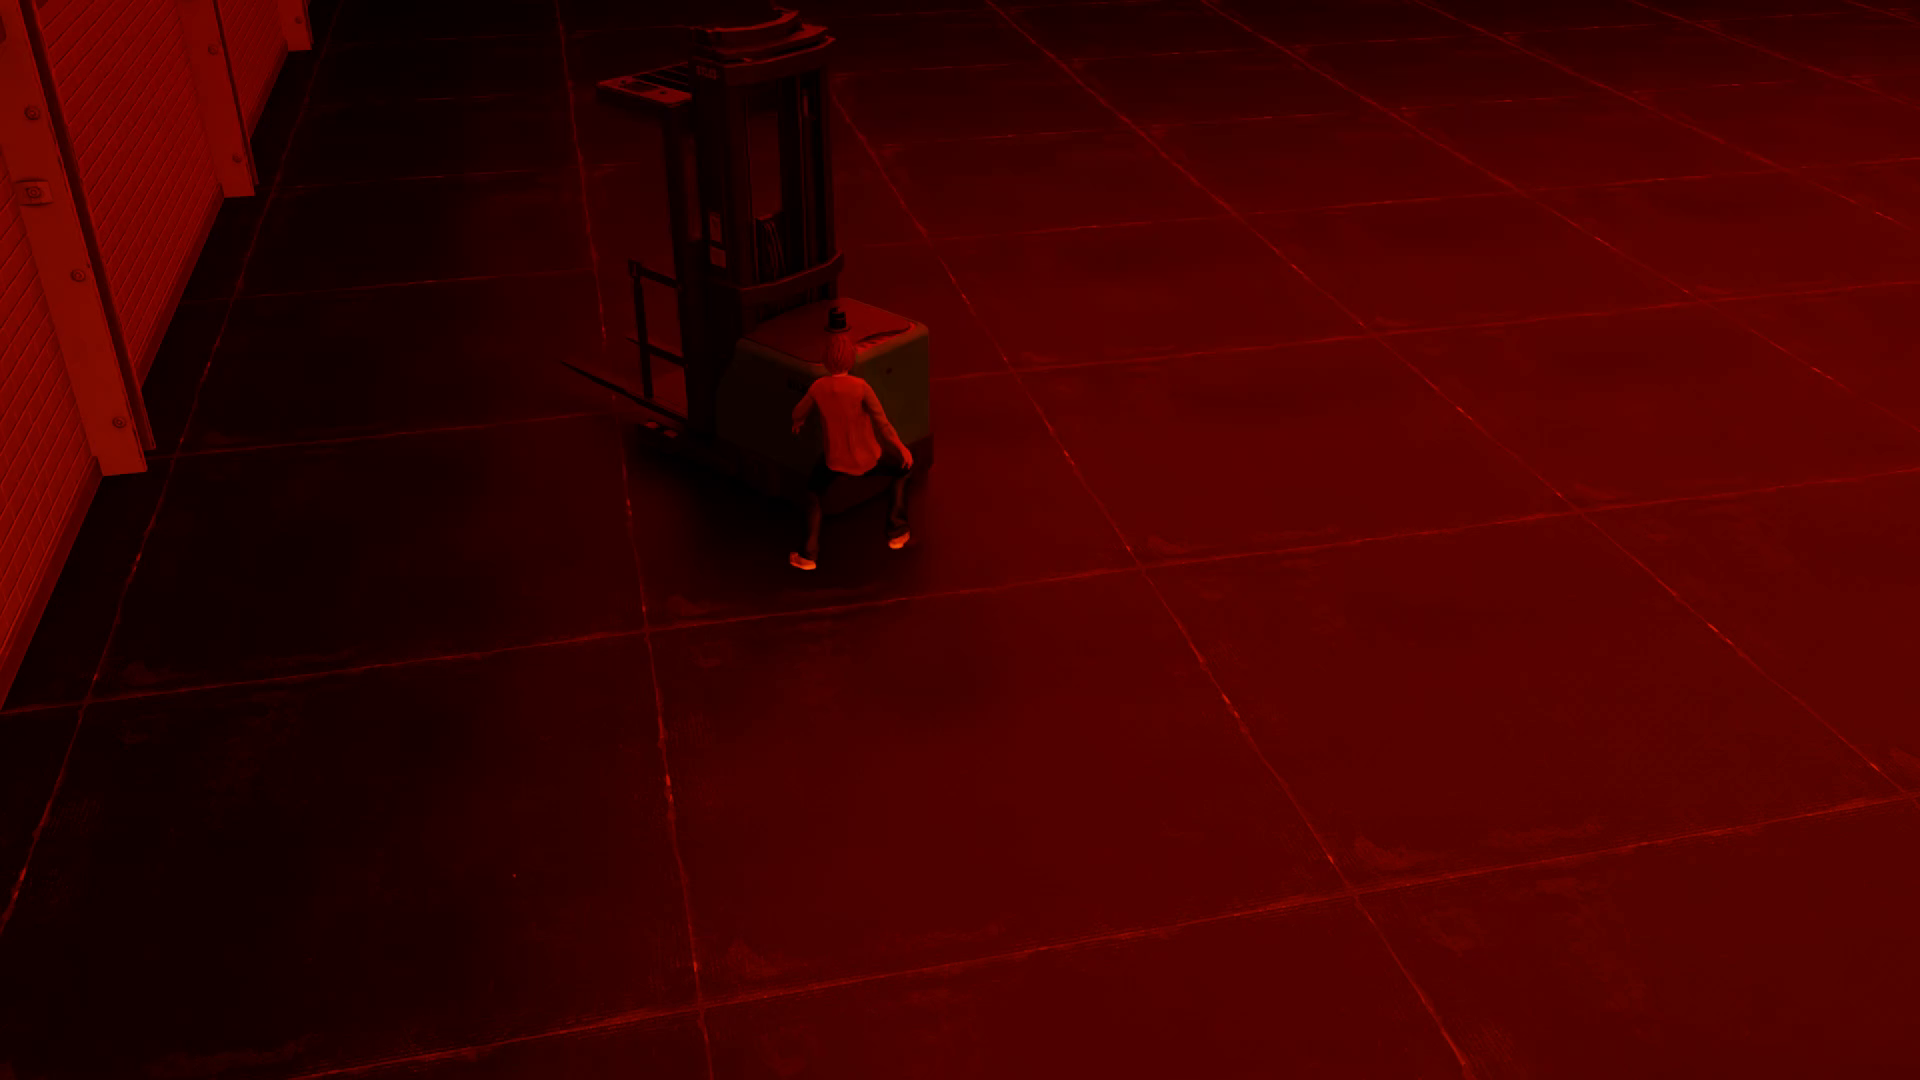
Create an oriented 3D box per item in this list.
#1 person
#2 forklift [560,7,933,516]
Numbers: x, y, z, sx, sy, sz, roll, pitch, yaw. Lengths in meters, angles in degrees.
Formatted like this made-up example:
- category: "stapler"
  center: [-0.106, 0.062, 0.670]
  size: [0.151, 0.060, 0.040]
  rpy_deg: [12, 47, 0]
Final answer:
- category: "person"
  center: [-0.689, -0.540, 10.002]
  size: [0.814, 1.476, 0.613]
  rpy_deg: [9, 31, 14]
- category: "forklift"
  center: [-1.620, -2.039, 11.096]
  size: [3.031, 2.935, 1.130]
  rpy_deg: [24, 38, 35]
